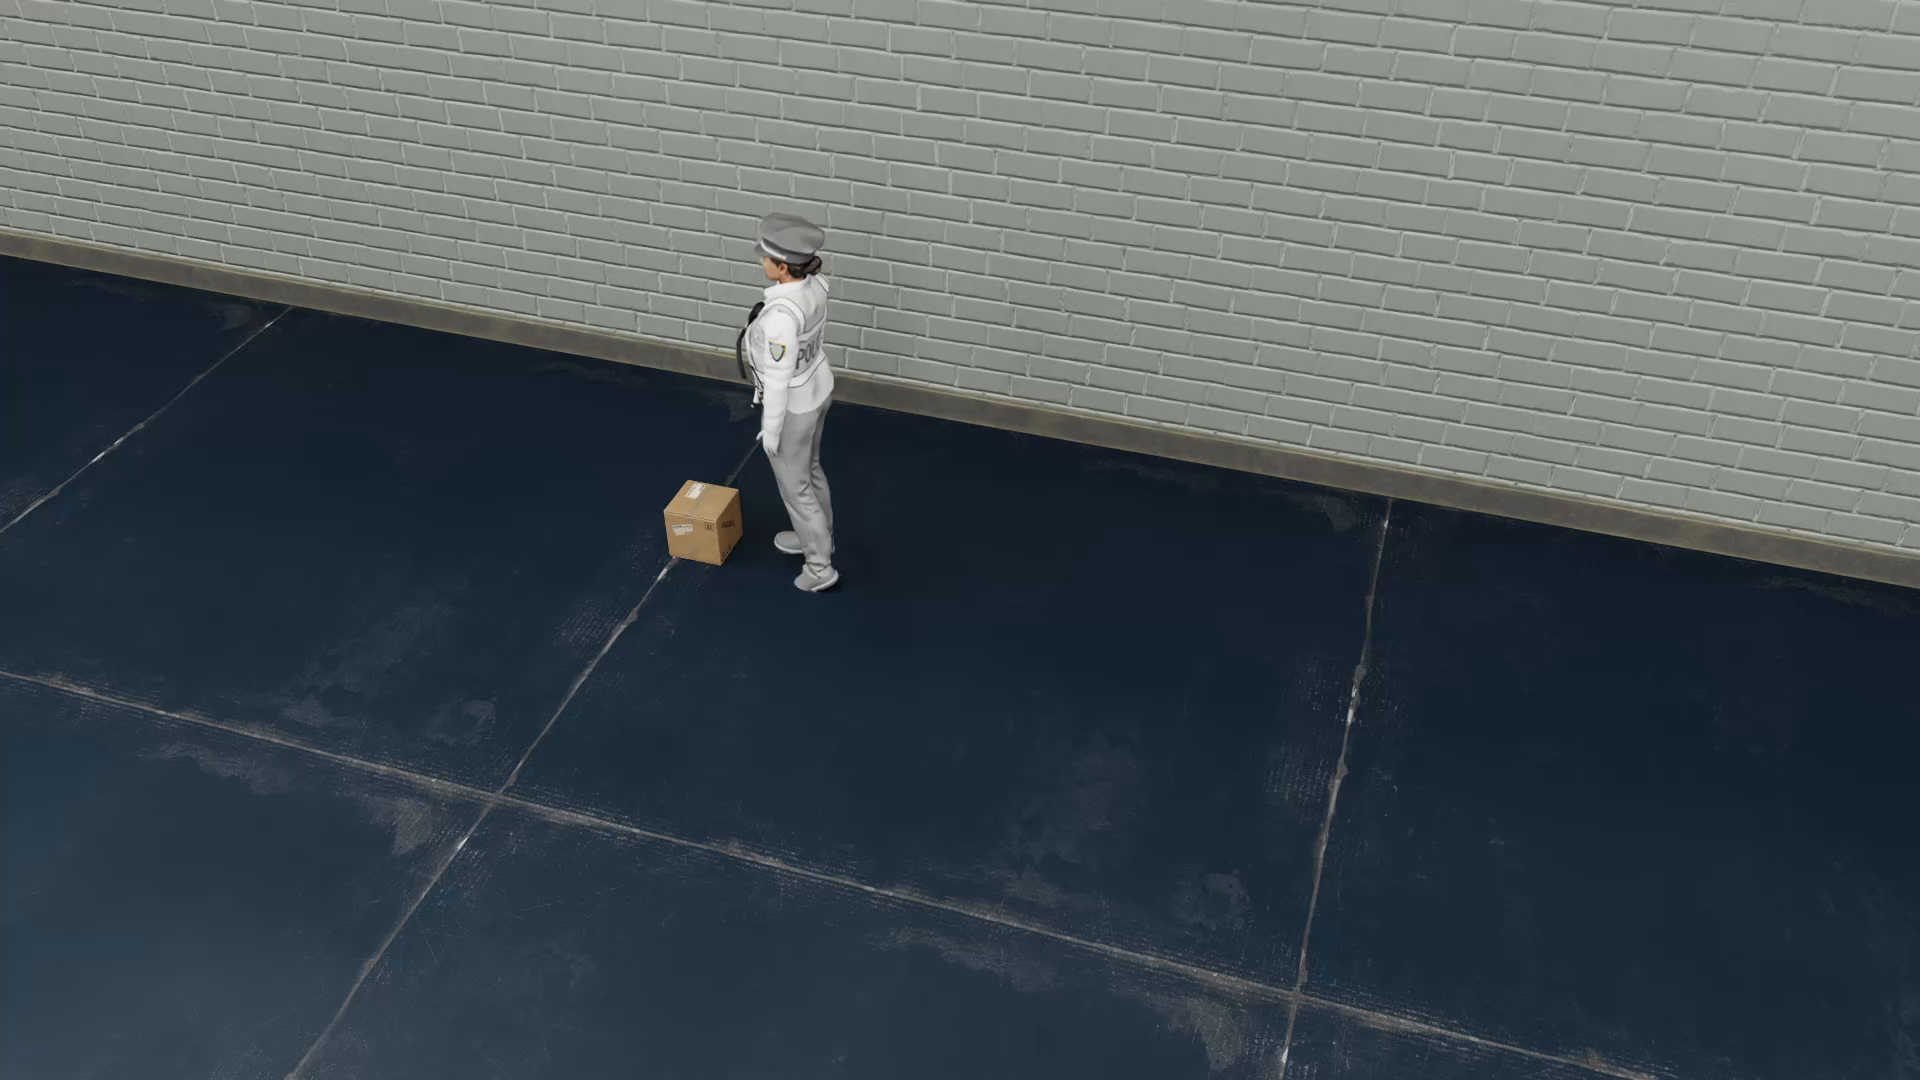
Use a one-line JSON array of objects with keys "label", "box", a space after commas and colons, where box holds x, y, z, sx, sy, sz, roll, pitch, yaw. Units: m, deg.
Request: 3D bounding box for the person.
[{"label": "person", "box": [-0.683, -0.534, 6.881, 0.391, 1.739, 0.471, 11, 39, 15]}]
